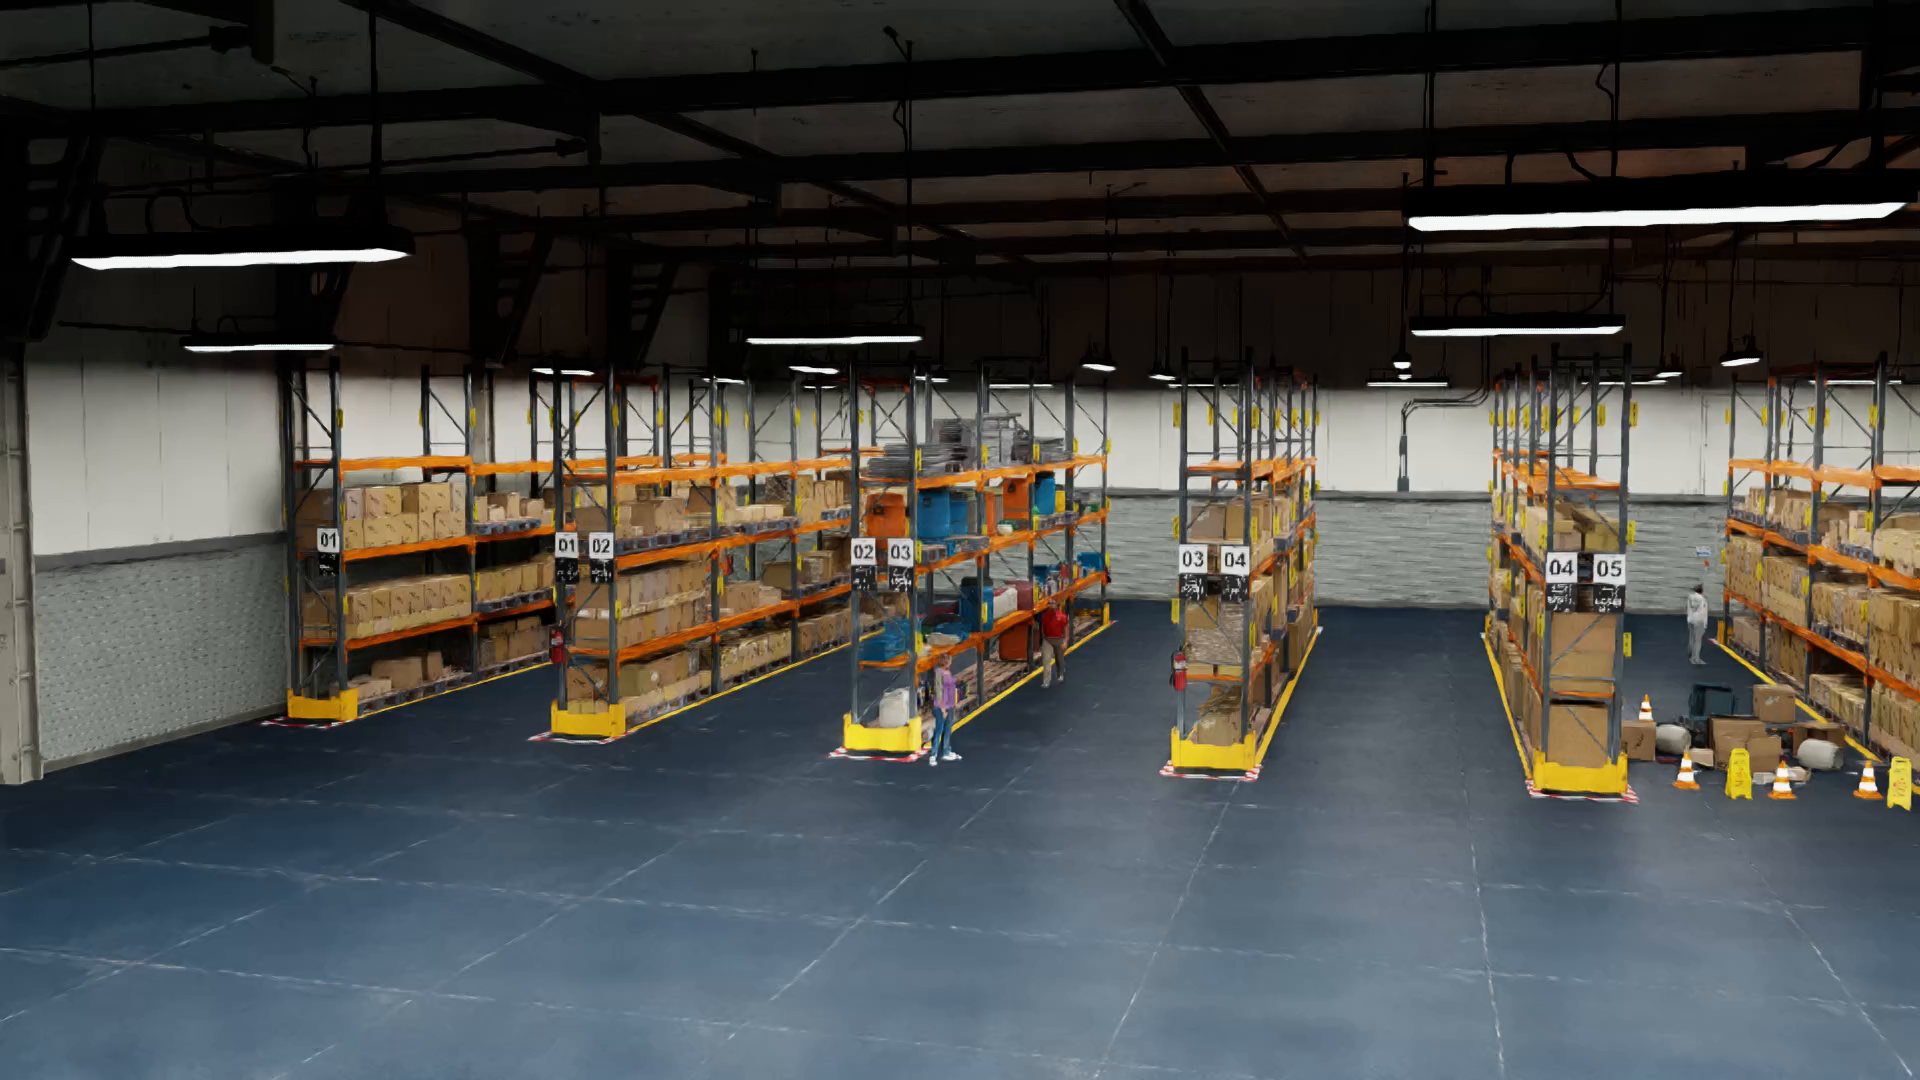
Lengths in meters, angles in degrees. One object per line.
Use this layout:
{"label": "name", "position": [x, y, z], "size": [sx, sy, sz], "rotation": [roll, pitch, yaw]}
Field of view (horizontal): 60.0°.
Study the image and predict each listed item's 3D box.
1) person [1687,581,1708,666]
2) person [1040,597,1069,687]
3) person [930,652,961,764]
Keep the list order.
{"label": "person", "position": [14.956, 1.680, 33.678], "size": [0.409, 1.677, 0.532], "rotation": [-1, 4, -15]}
{"label": "person", "position": [1.761, 1.891, 30.970], "size": [0.557, 1.666, 1.040], "rotation": [1, 4, 14]}
{"label": "person", "position": [-0.245, 2.420, 24.108], "size": [0.345, 1.598, 0.578], "rotation": [2, 5, 25]}
